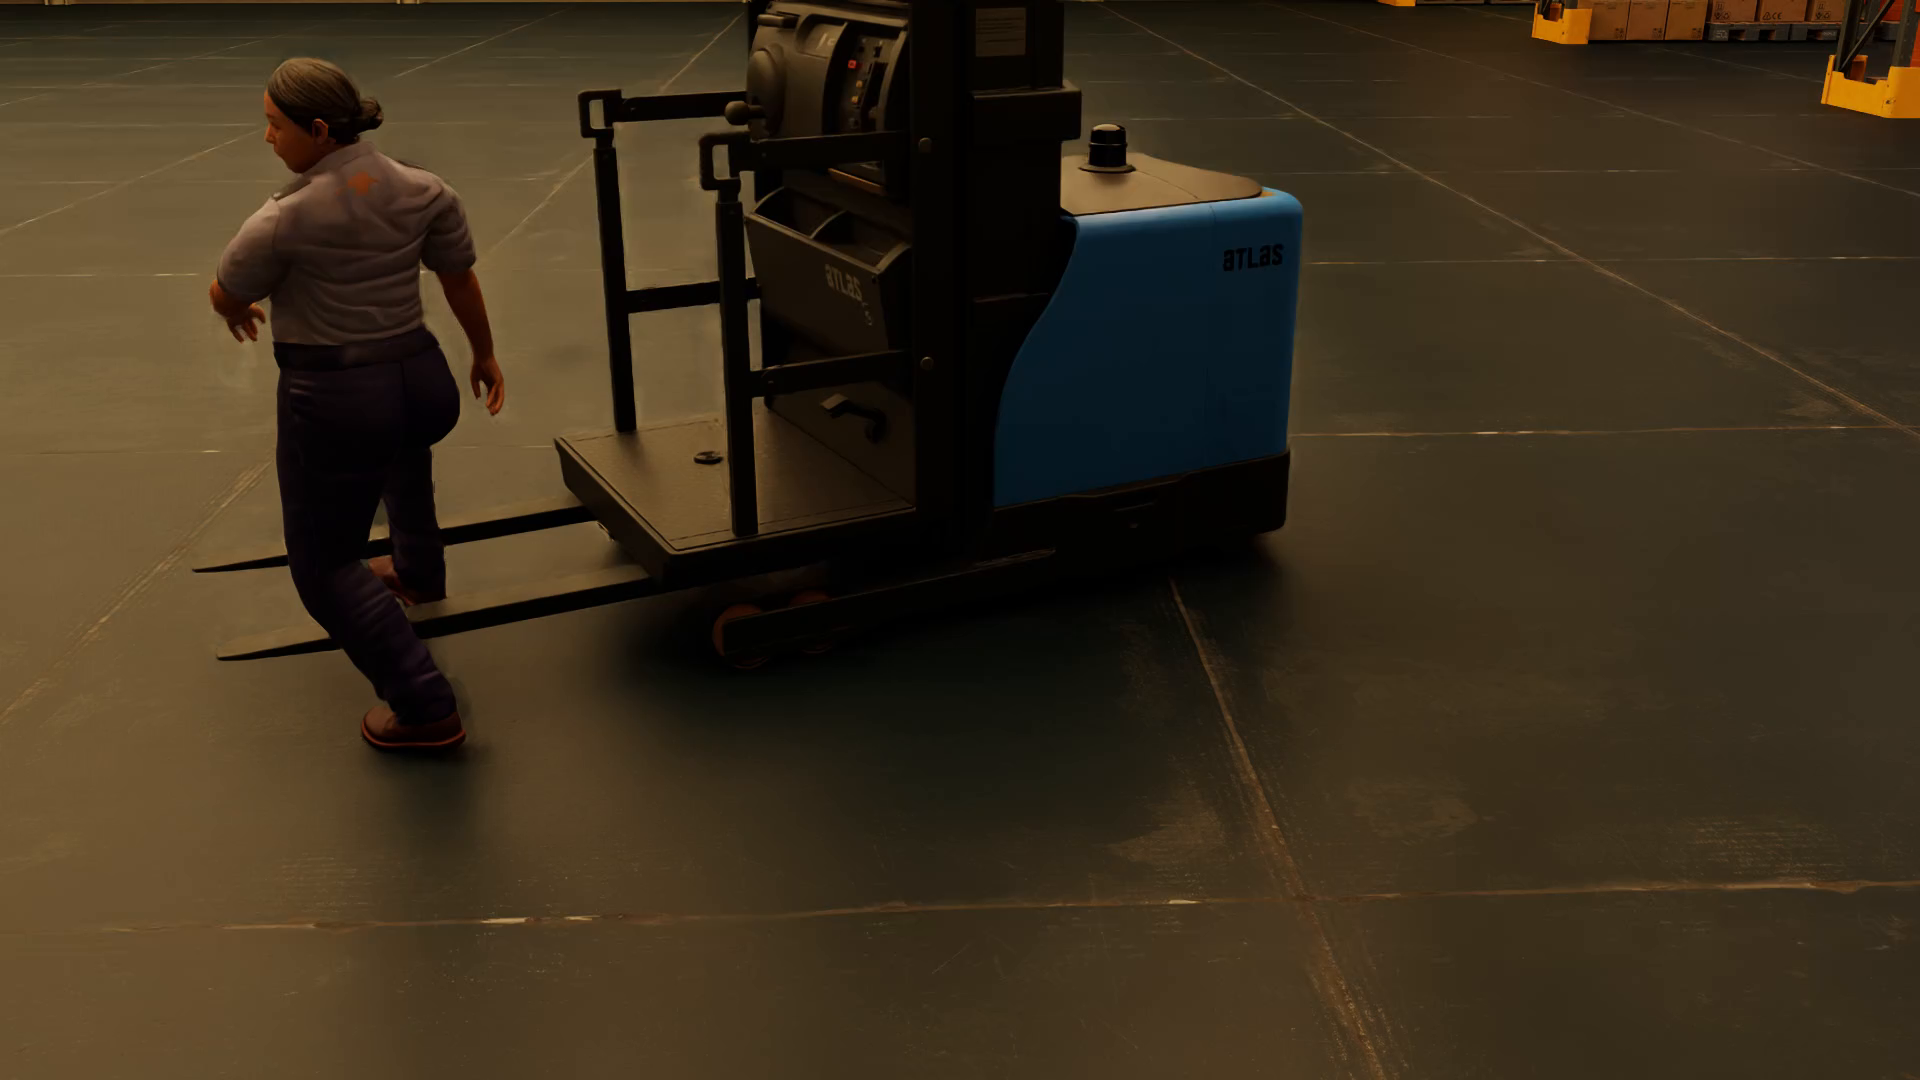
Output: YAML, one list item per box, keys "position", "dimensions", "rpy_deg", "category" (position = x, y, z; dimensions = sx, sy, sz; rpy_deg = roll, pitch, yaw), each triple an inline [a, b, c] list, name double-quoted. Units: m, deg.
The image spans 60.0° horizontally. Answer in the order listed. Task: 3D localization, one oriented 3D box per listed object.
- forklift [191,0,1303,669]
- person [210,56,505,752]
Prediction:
- position: [-0.546, -1.249, 4.344]
  dimensions: [3.031, 2.935, 1.130]
  rpy_deg: [-11, 24, -26]
  category: "forklift"
- position: [-1.388, -0.361, 3.956]
  dimensions: [0.793, 1.555, 0.655]
  rpy_deg: [12, 24, 28]
  category: "person"
